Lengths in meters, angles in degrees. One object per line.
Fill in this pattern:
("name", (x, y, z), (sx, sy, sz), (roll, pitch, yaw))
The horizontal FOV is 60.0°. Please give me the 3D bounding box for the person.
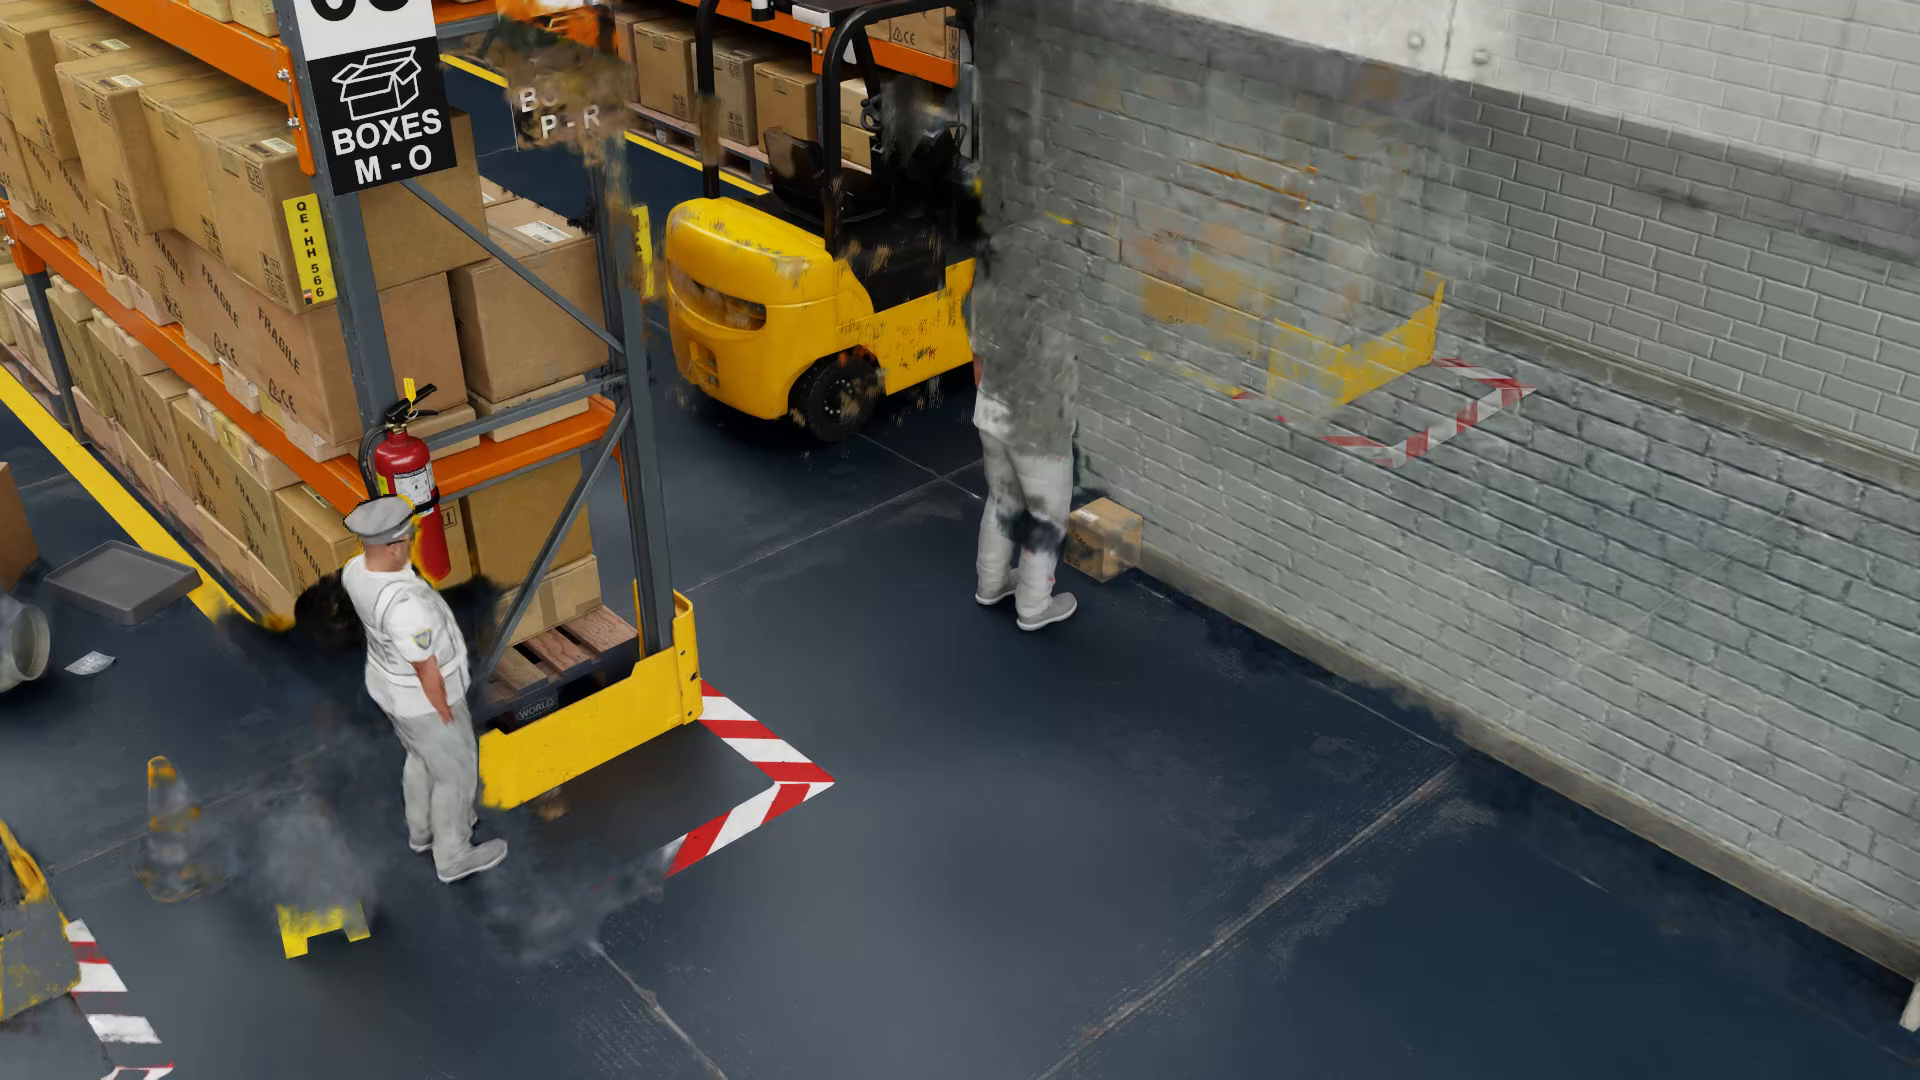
("person", (0.269, -0.466, 6.899), (0.393, 1.742, 0.528), (-25, 39, -34))
